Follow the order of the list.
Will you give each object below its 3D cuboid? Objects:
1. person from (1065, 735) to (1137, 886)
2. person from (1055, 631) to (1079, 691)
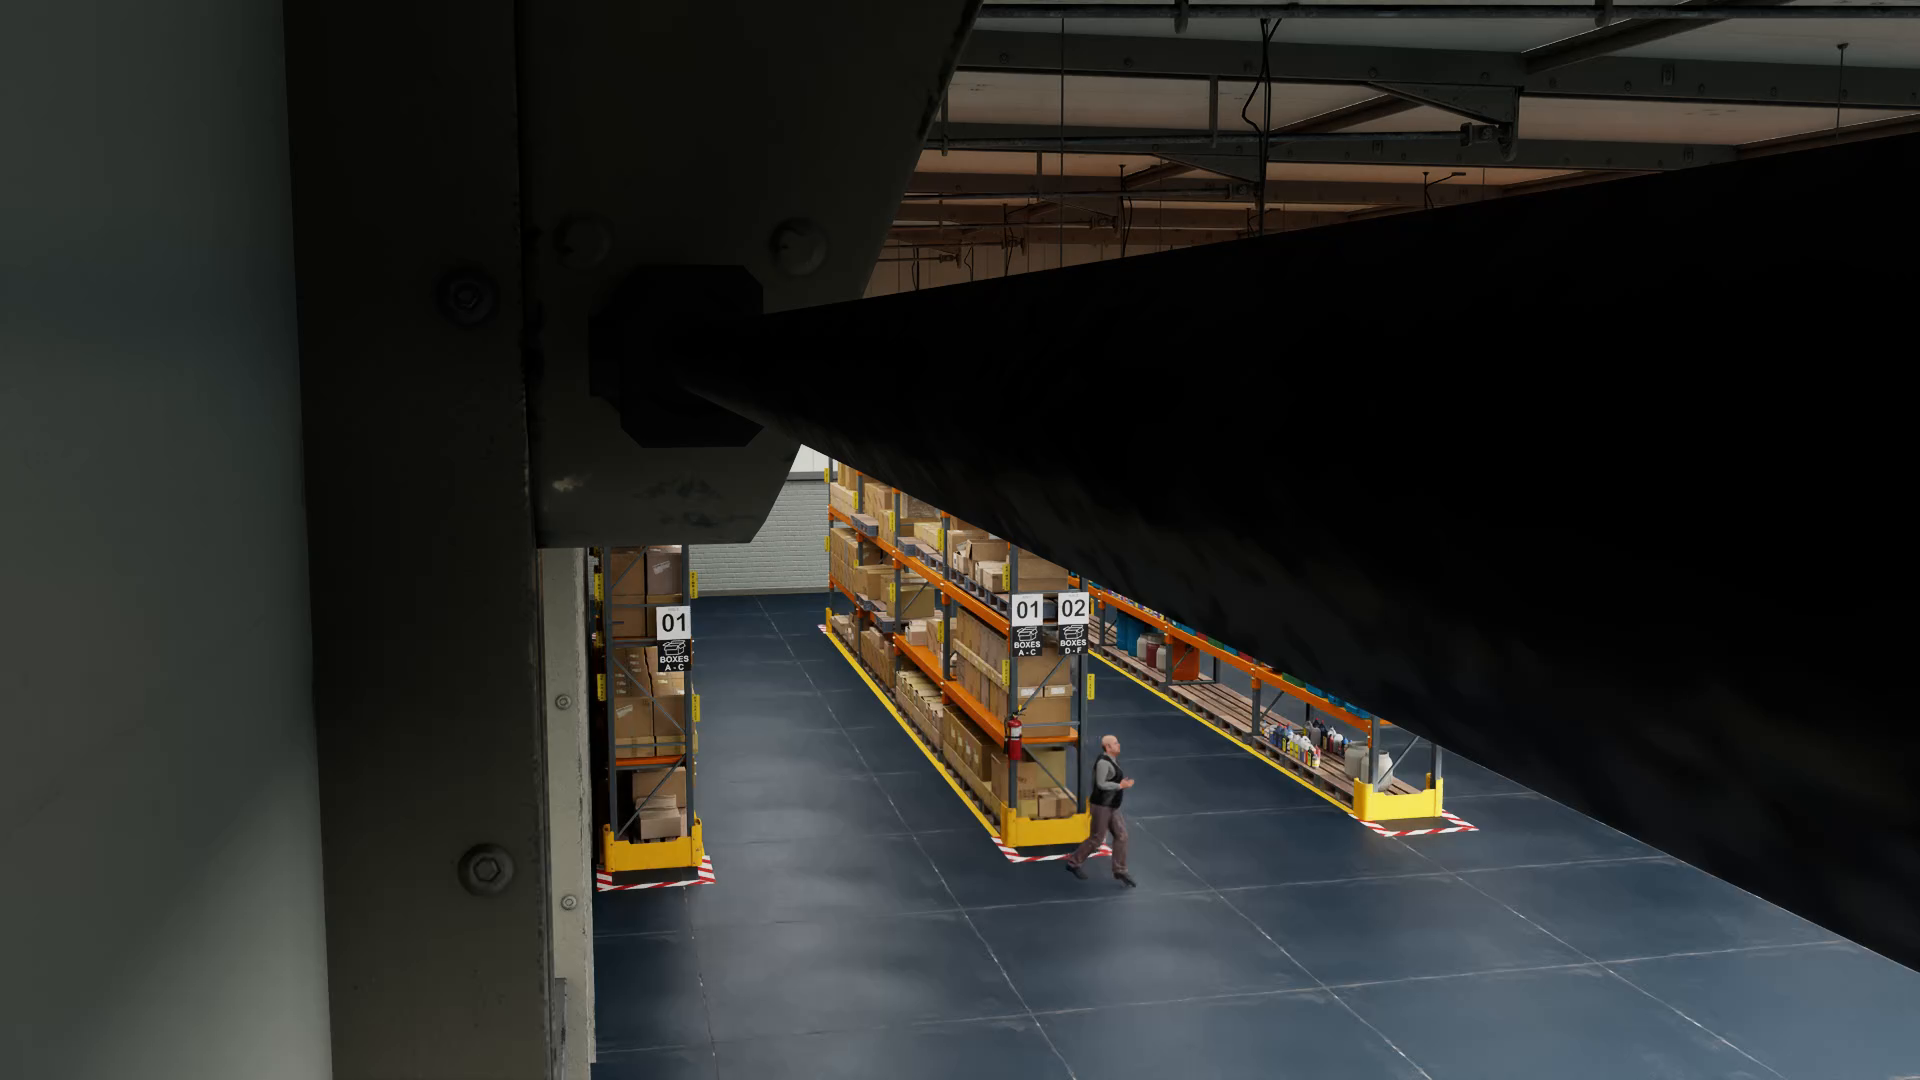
[{"bbox_3d":[1.694,3.165,19.542,0.840,1.763,0.664,2,7,18],"label":"person"},{"bbox_3d":[2.057,1.928,30.268,0.574,1.644,0.557,-2,7,-20],"label":"person"}]
